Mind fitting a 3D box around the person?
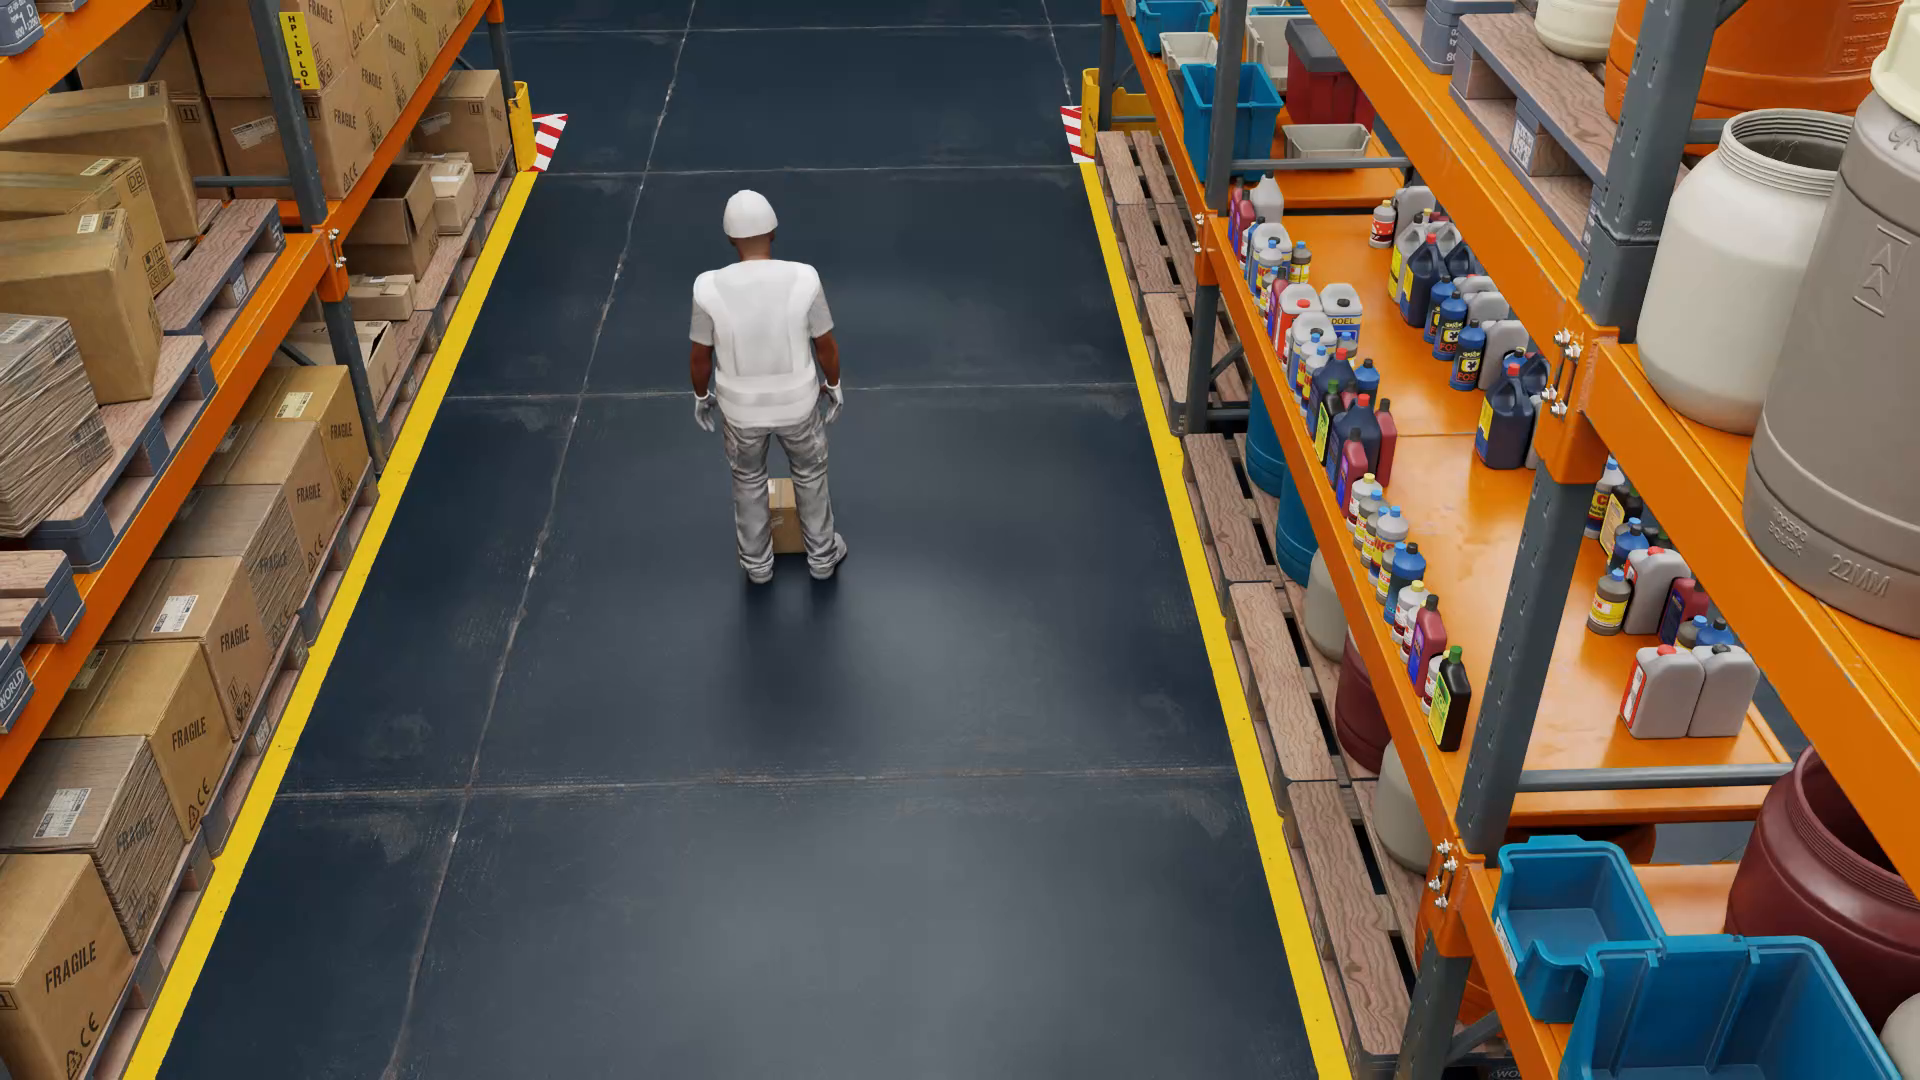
[{"bbox_3d":[-0.807,-0.605,7.001,0.629,1.775,0.446,-3,35,-5],"label":"person"}]
